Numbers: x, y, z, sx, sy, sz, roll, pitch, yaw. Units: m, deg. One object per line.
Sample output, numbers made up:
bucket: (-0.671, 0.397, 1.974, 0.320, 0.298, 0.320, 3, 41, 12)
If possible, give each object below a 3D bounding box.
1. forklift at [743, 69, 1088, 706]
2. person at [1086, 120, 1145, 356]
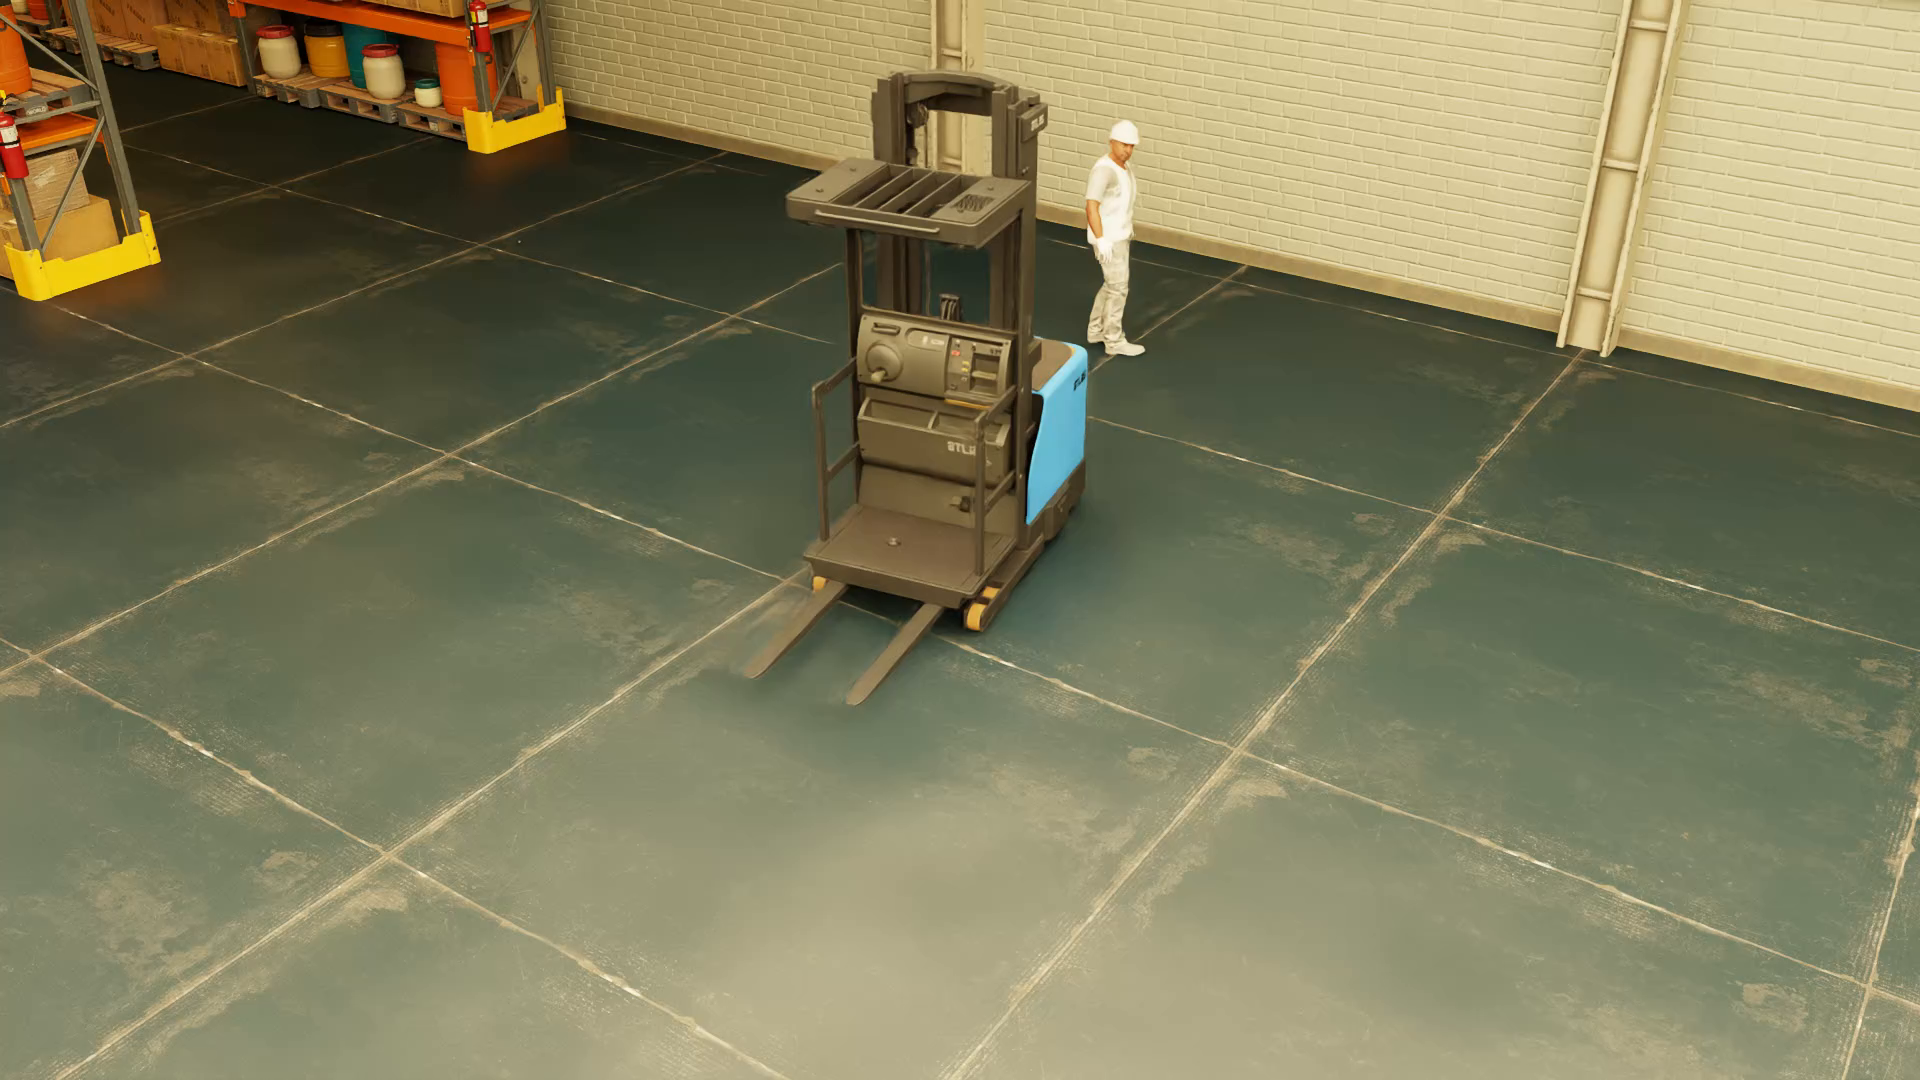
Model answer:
forklift: (-0.237, -0.983, 9.275, 1.130, 2.935, 3.031, 12, 32, 20)
person: (1.224, -2.306, 12.710, 0.501, 1.771, 0.769, 6, 31, 10)
